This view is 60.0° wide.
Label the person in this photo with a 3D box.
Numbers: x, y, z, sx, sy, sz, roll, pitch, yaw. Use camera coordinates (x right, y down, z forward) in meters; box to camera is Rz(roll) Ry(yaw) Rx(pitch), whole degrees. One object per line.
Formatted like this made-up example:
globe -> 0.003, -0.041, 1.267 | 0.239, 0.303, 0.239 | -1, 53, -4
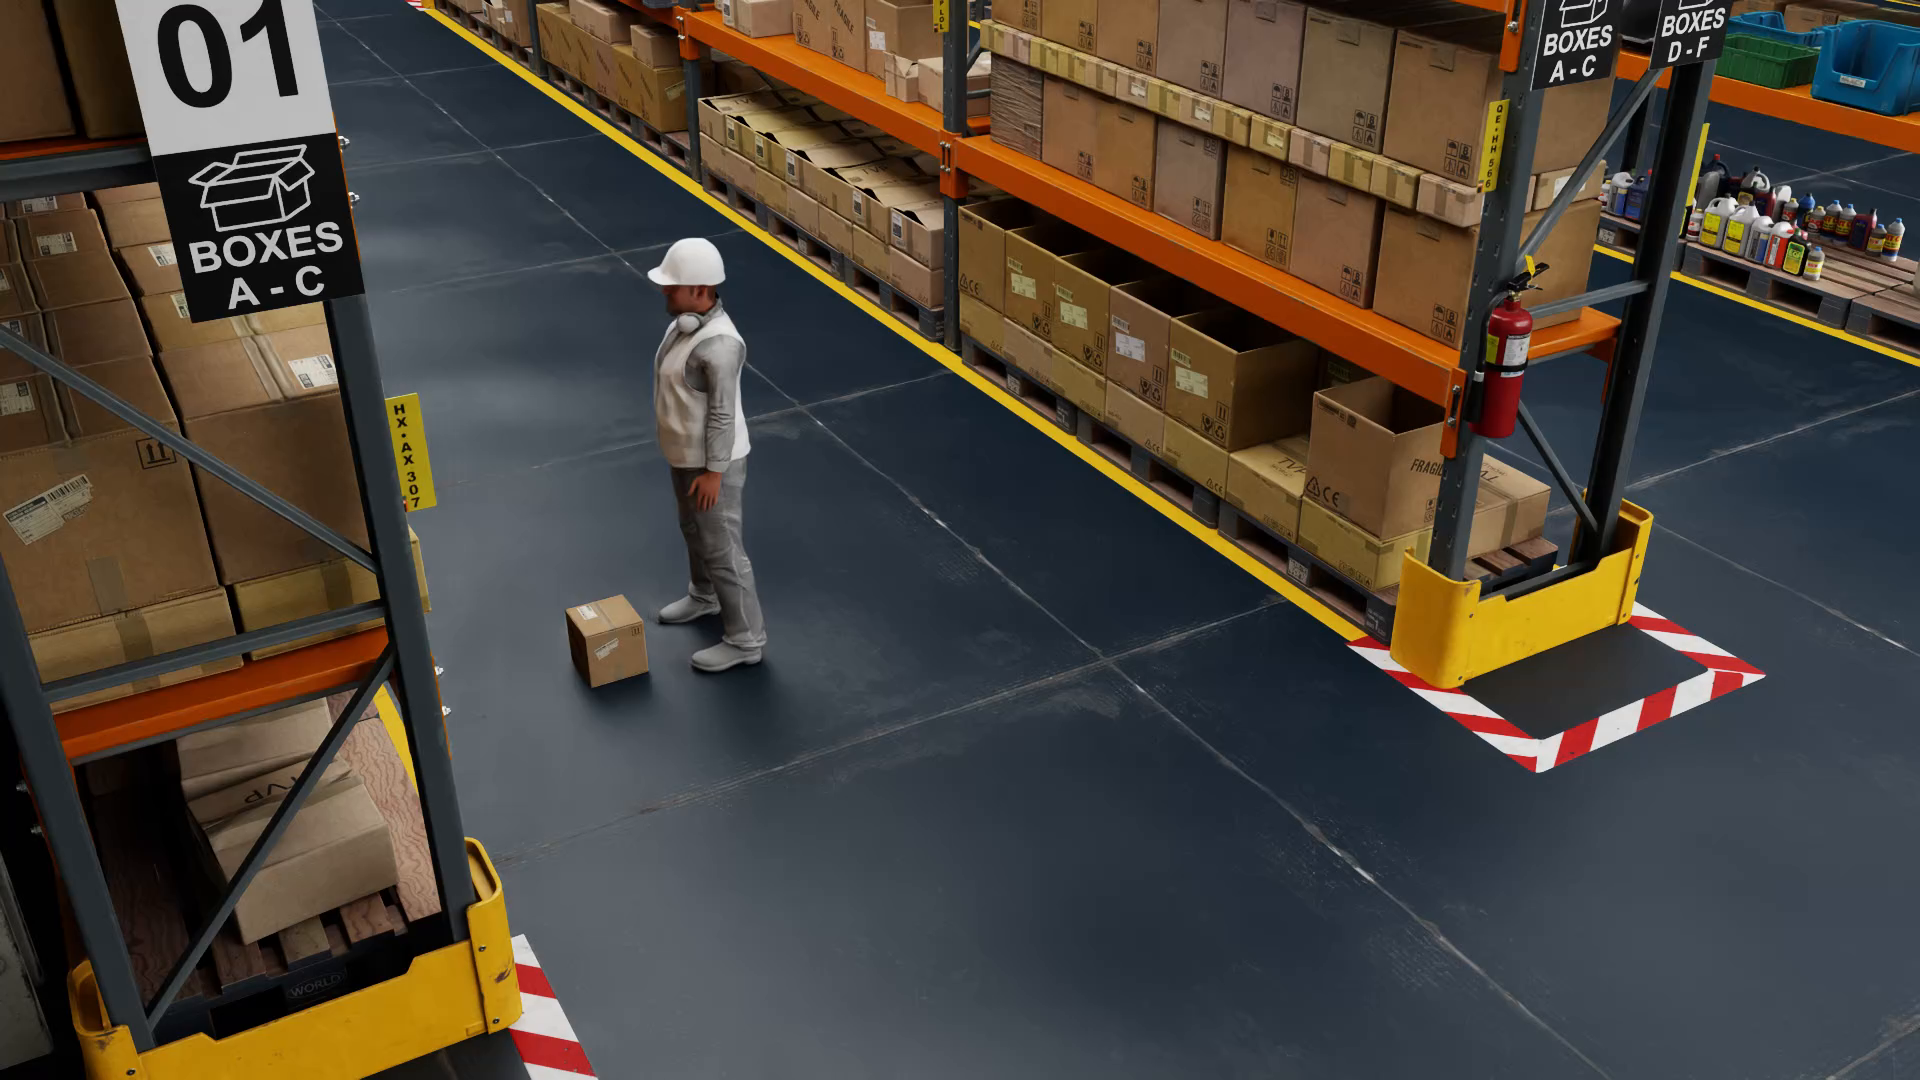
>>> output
person -> -1.060, -0.358, 6.740 | 0.394, 1.778, 0.589 | -11, 31, -19
